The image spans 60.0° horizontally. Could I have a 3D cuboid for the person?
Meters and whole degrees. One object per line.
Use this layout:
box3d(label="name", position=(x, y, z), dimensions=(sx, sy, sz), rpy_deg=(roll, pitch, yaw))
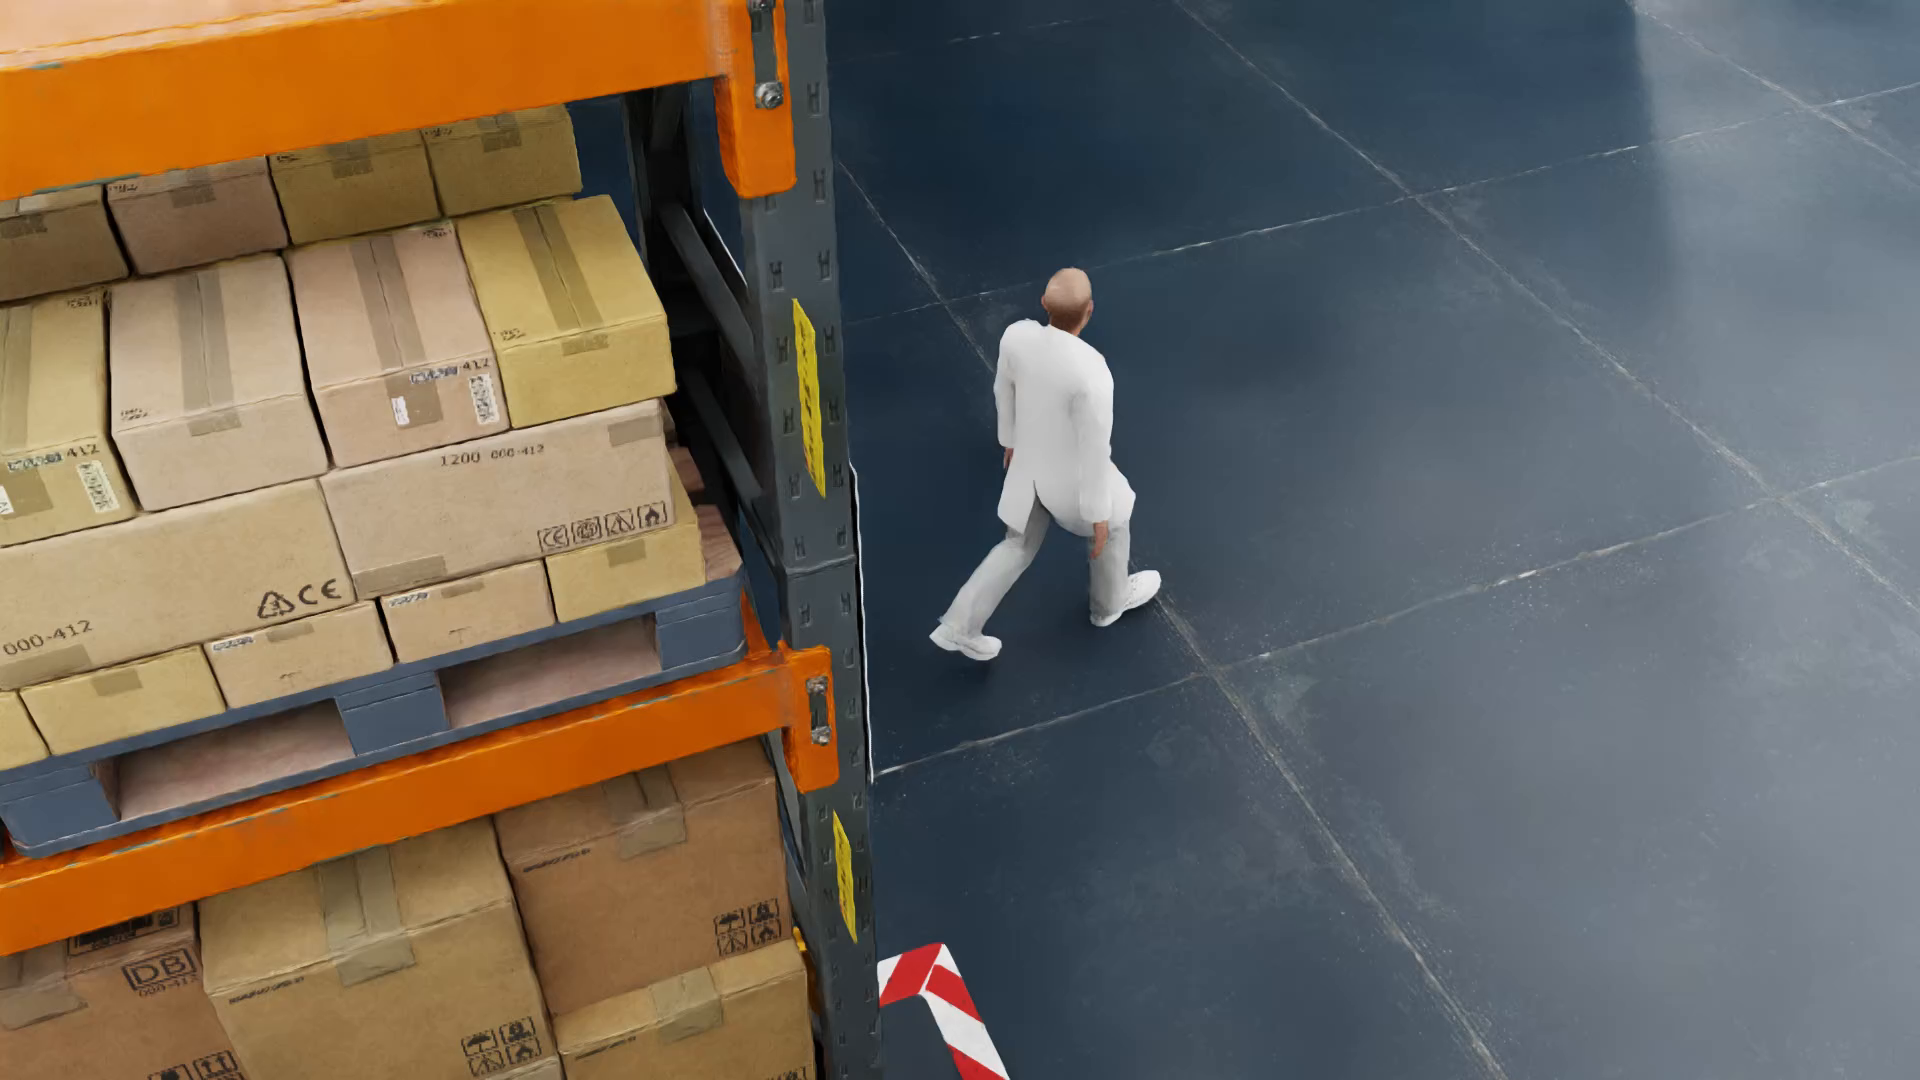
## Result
box3d(label="person", position=(0.365, -0.251, 6.477), dimensions=(0.666, 1.735, 1.094), rpy_deg=(33, 51, 32))
